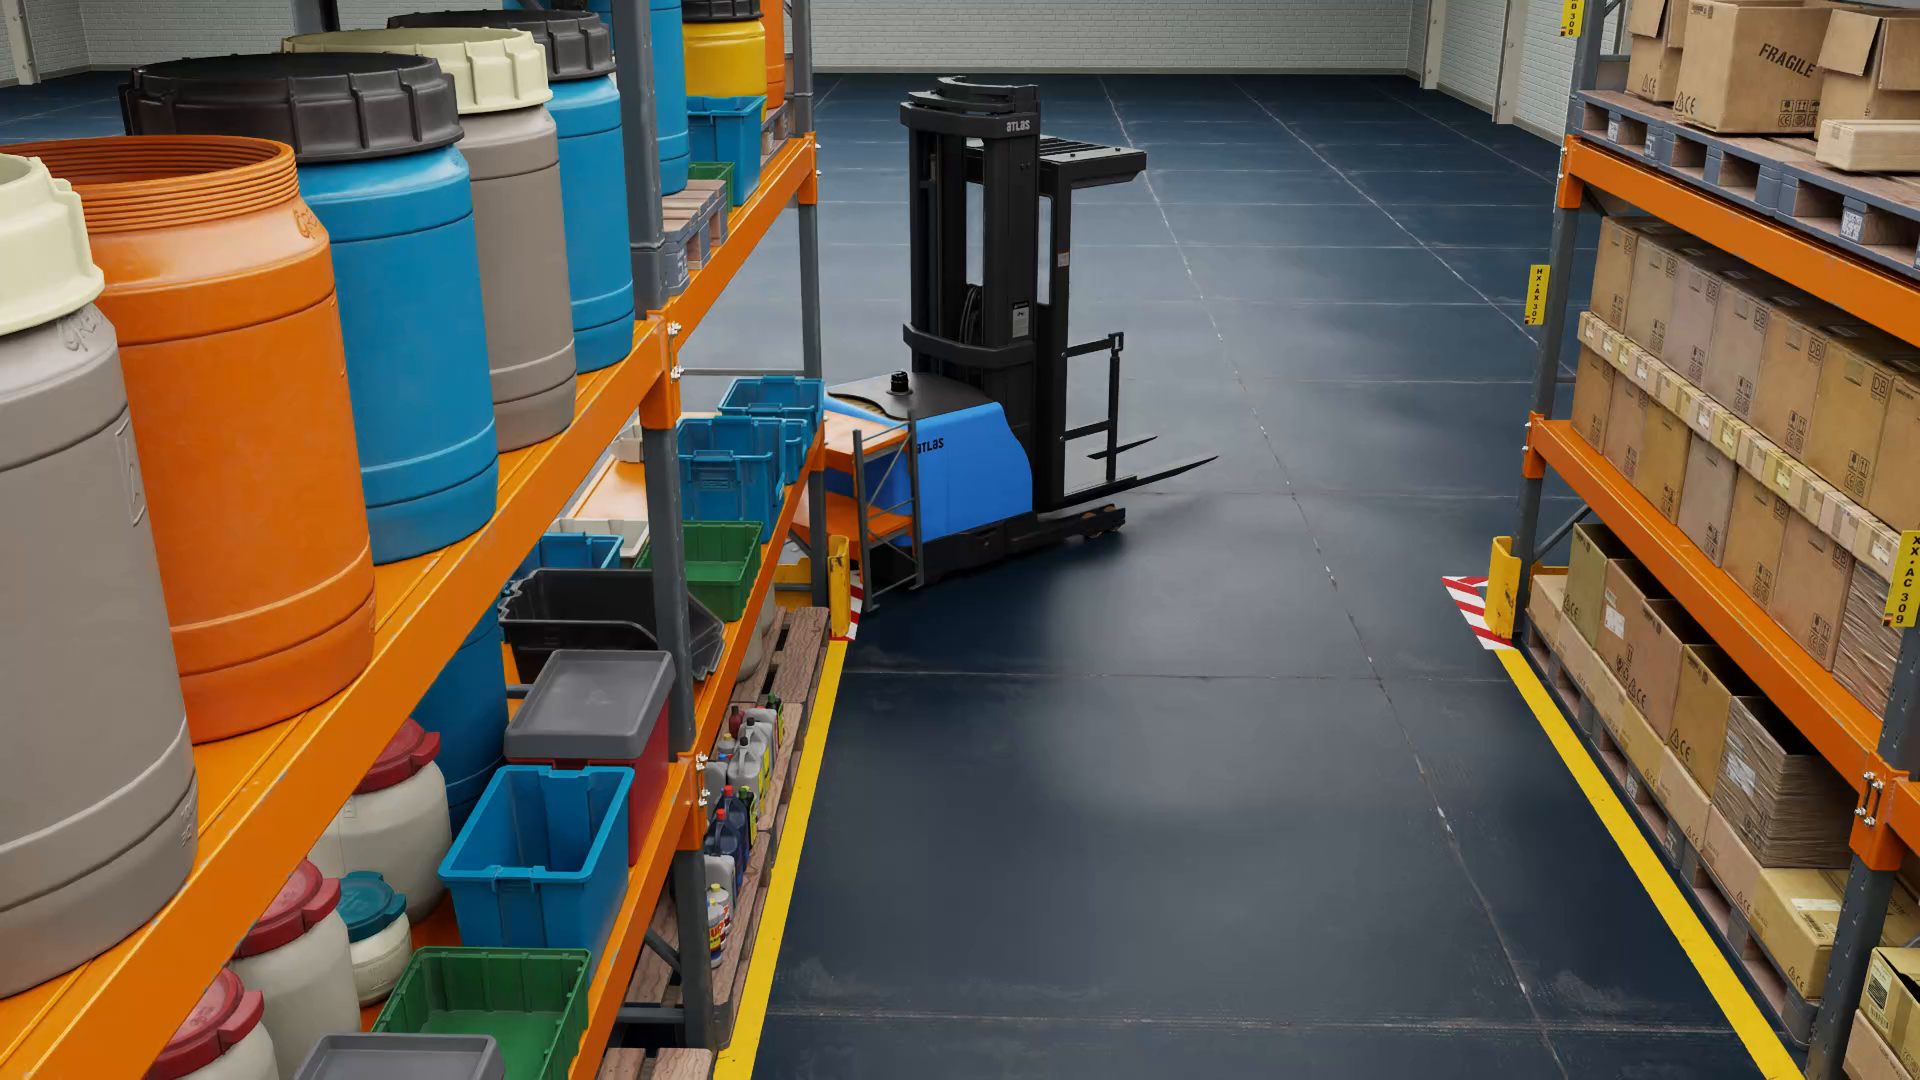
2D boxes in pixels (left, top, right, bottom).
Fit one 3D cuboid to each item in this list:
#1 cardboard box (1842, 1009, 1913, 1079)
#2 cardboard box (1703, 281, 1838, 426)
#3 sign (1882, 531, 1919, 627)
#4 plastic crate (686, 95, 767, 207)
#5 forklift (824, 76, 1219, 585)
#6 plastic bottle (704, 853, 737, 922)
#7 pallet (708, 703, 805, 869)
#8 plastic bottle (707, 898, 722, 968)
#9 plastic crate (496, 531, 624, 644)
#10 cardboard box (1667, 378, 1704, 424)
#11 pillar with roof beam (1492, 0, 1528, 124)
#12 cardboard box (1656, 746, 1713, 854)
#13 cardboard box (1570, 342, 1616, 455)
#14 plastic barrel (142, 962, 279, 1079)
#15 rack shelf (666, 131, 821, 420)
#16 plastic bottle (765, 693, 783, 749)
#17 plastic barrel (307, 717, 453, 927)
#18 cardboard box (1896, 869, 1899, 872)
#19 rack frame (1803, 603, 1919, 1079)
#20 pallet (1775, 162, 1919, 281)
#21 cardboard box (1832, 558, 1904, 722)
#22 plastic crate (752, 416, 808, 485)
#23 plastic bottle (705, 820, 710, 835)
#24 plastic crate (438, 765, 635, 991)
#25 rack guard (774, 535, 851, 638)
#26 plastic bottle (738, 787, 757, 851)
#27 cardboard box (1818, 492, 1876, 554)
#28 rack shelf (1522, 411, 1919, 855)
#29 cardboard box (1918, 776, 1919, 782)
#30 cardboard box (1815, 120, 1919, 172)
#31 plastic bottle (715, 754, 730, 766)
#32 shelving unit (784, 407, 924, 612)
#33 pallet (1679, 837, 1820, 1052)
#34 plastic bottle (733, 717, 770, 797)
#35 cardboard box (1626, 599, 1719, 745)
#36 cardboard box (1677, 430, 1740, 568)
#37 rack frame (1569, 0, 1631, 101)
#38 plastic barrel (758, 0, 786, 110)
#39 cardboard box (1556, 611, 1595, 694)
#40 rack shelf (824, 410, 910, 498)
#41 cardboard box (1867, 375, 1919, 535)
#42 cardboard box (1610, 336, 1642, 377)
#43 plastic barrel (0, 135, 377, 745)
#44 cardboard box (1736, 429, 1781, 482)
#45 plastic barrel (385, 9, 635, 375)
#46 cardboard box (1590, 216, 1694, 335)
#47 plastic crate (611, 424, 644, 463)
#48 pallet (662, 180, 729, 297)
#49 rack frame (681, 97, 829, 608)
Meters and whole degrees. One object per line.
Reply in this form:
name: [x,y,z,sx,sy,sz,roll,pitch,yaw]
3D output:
cardboard box: [3.293,1.799,5.466,0.500,0.250,0.500,0,21,0]
cardboard box: [3.606,-0.786,6.977,0.700,0.500,0.500,1,21,2]
sign: [2.998,0.124,5.257,0.100,0.325,0.005,1,21,2]
plastic crate: [-1.034,-1.630,6.959,0.392,0.384,0.575,1,21,2]
forklift: [0.486,-1.511,10.872,3.031,2.935,1.130,-17,27,-36]
plastic bottle: [-0.968,1.351,6.557,0.152,0.276,0.135,1,21,4]
pallet: [-1.302,1.130,7.826,1.003,0.211,1.213,1,21,2]
plastic bottle: [-0.950,1.471,6.256,0.097,0.271,0.097,0,21,0]
plastic crate: [-1.636,0.180,6.623,0.499,0.251,0.616,1,21,2]
cardboard box: [3.410,-0.620,7.445,0.380,0.149,0.250,0,21,1]
pillar with roof beam: [5.896,-12.082,29.728,9.100,9.000,0.400,1,21,2]
cardboard box: [3.374,1.124,7.205,0.500,0.250,0.500,1,21,2]
cardboard box: [3.647,-0.754,8.688,0.700,0.500,0.500,1,21,2]
plastic barrel: [-1.682,1.216,3.560,0.433,0.535,0.433,0,21,0]
rack shelf: [-1.337,-1.272,7.008,1.077,0.370,4.000,1,21,2]
plastic bottle: [-0.880,0.840,7.863,0.061,0.283,0.133,1,21,3]
plastic barrel: [-1.647,0.794,4.647,0.433,0.535,0.433,0,21,0]
cardboard box: [3.890,1.311,6.724,0.500,0.250,0.500,1,21,2]
rack frame: [3.553,0.570,5.413,1.000,3.000,0.127,1,21,2]
pallet: [3.553,-1.096,5.682,1.003,0.211,1.213,1,21,2]
cardboard box: [3.560,0.363,5.809,0.700,0.500,0.500,0,21,0]
plastic crate: [-1.018,-0.444,8.232,0.499,0.251,0.408,1,21,2]
plastic bottle: [-1.075,1.240,6.850,0.097,0.271,0.097,0,21,0]
plastic crate: [-1.121,0.924,4.523,0.392,0.384,0.575,1,21,2]
rack guard: [-1.232,0.261,9.665,1.175,0.500,0.348,1,21,2]
plastic bottle: [-0.906,1.161,7.038,0.061,0.283,0.133,2,21,4]
cardboard box: [3.362,-0.064,6.012,0.380,0.149,0.250,0,21,0]
rack shelf: [3.614,0.182,7.407,1.077,0.370,4.000,1,21,2]
cardboard box: [3.887,0.961,6.588,0.500,0.500,0.500,1,21,2]
cardboard box: [3.316,-1.411,5.946,0.380,0.149,0.250,1,21,2]
plastic bottle: [-1.057,1.052,7.432,0.097,0.201,0.097,0,21,0]
shelving unit: [-0.798,-0.288,10.052,1.048,1.125,0.538,16,29,38]
pallet: [3.619,1.583,6.657,1.003,0.211,1.213,1,21,2]
plastic bottle: [-0.935,0.968,7.442,0.144,0.351,0.185,2,21,4]
cardboard box: [3.387,0.594,7.535,0.500,0.500,0.500,1,21,2]
cardboard box: [3.603,-0.194,7.245,0.700,0.500,0.500,1,21,3]
rack frame: [3.674,-3.673,8.055,1.000,3.000,0.127,1,21,2]
plastic barrel: [-1.164,-2.549,8.132,0.600,0.830,0.708,1,21,2]
cardboard box: [3.424,0.582,8.603,0.500,0.250,0.500,1,21,2]
rack shelf: [-0.809,-0.558,9.940,1.000,0.278,0.538,16,29,38]
cardboard box: [3.560,-0.242,5.574,0.700,0.500,0.500,1,21,2]
cardboard box: [3.433,-0.900,8.167,0.380,0.149,0.250,1,21,2]
plastic barrel: [-1.258,-0.169,2.578,0.600,0.830,0.708,1,21,2]
cardboard box: [3.387,-0.339,6.720,0.380,0.149,0.250,1,21,3]
plastic barrel: [-1.197,-0.932,4.444,0.600,0.901,0.708,1,21,2]
cardboard box: [3.646,-1.340,8.404,0.700,0.500,0.500,1,21,2]
plastic crate: [-1.625,-0.489,8.507,0.298,0.136,0.250,1,21,2]
pallet: [-1.474,-1.058,5.724,1.213,0.211,1.003,1,21,2]
rack frame: [-1.277,-0.932,9.284,1.000,3.000,0.127,1,21,2]
